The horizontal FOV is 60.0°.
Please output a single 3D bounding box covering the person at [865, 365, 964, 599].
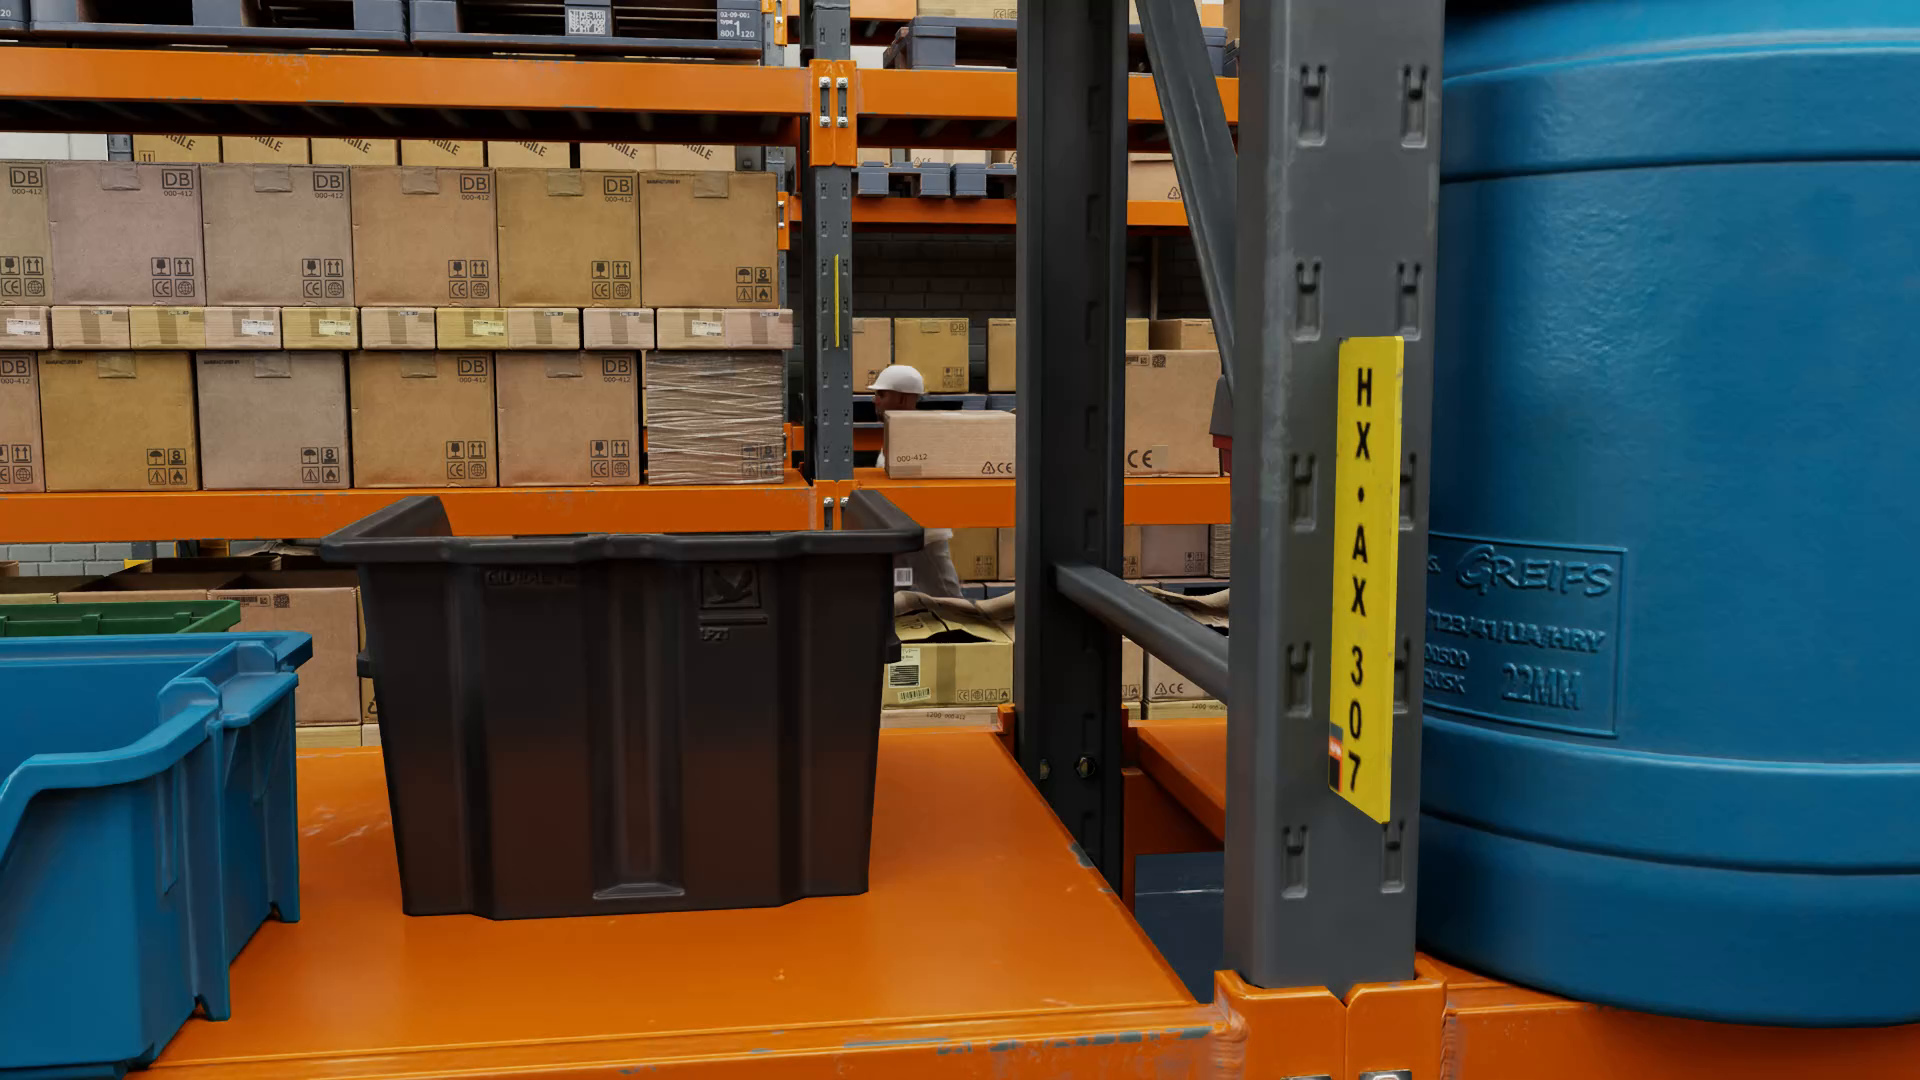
[{"bbox_3d":[-0.272,-0.009,8.226,1.059,1.703,0.603,-1,7,-8],"label":"person"}]
